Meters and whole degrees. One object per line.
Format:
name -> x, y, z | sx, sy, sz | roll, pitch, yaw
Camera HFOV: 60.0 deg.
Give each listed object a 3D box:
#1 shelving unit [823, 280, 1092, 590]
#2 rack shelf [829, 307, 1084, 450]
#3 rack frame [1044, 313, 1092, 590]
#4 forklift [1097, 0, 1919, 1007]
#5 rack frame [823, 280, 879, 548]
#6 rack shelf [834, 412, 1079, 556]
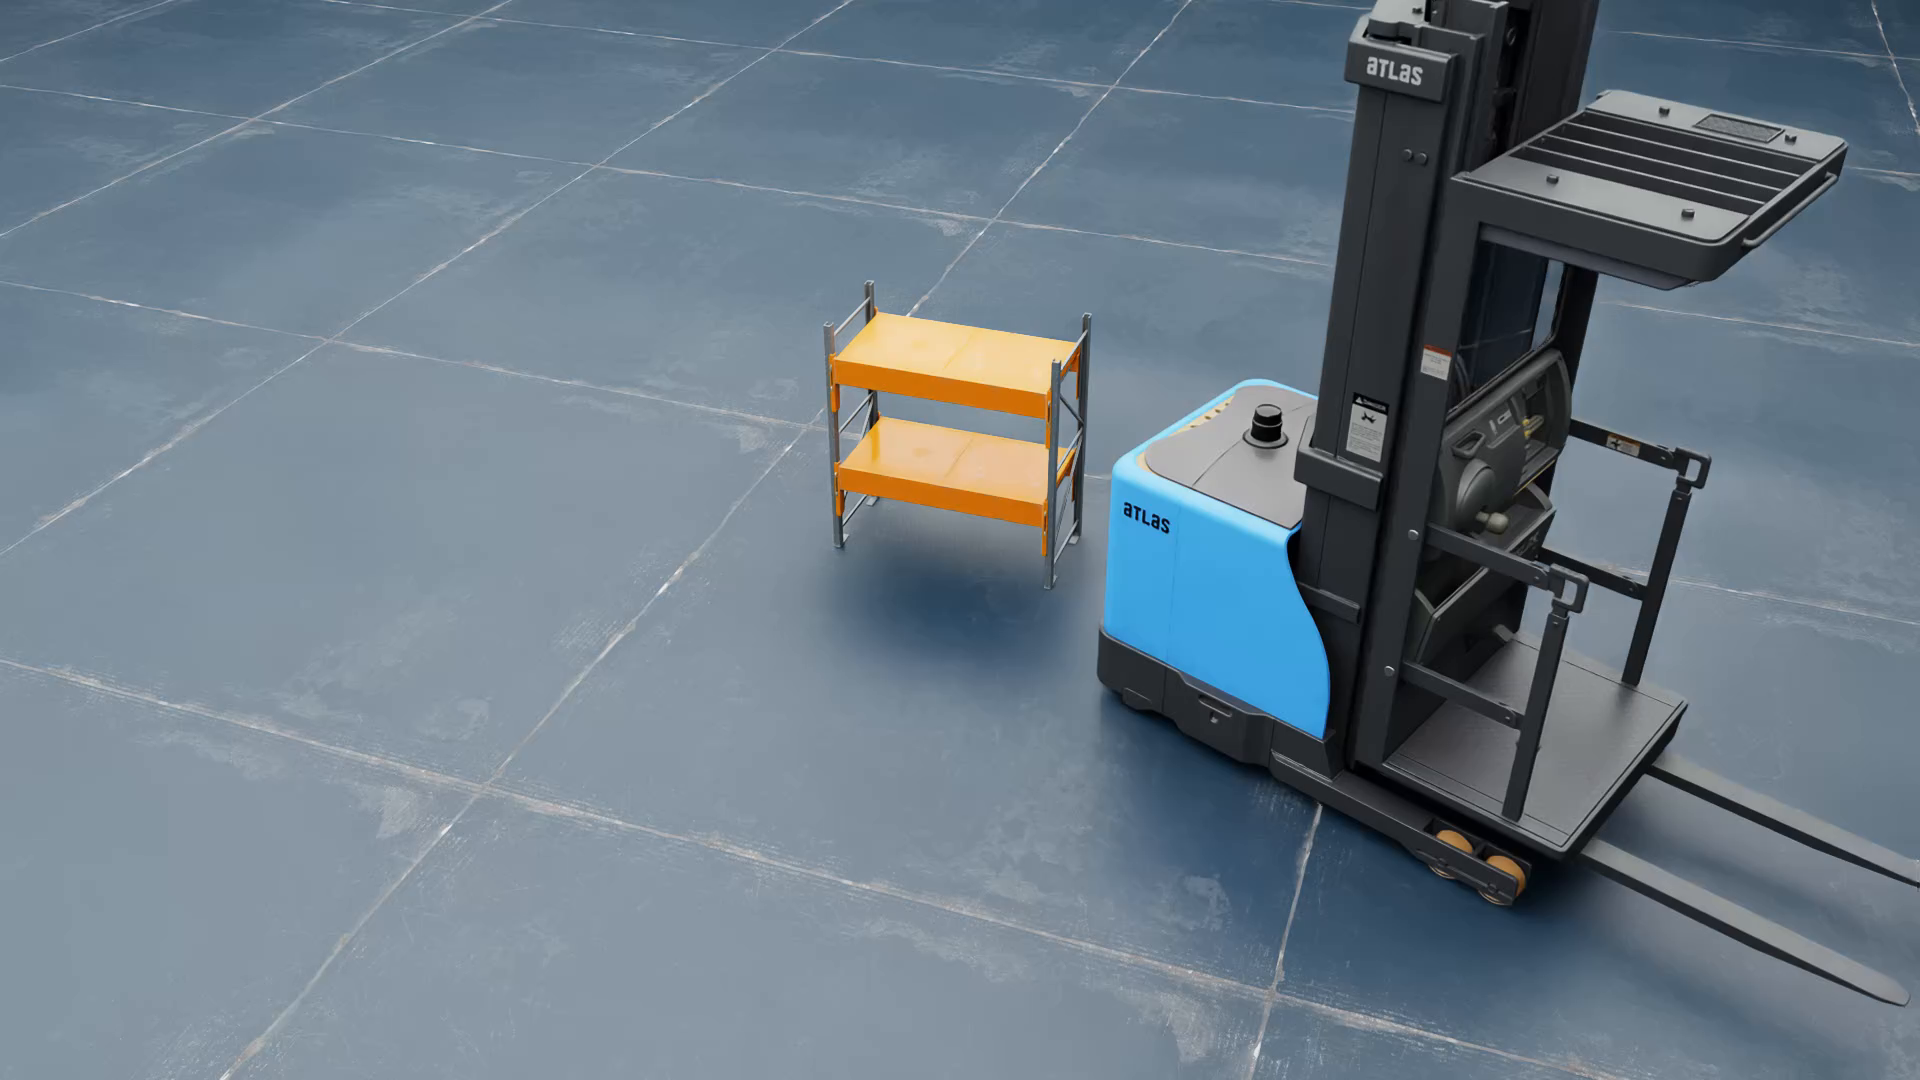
shelving unit -> -0.006, -0.474, 7.447 | 1.048, 1.125, 0.538 | 11, 34, 16
rack shelf -> -0.006, -0.720, 7.288 | 1.000, 0.278, 0.538 | 11, 34, 16
rack frame -> 0.472, -0.381, 7.303 | 0.032, 1.125, 0.500 | 11, 34, 16
forklift -> 1.996, -0.288, 5.494 | 3.031, 2.935, 1.130 | 26, 41, 34
rack frame -> -0.485, -0.567, 7.591 | 0.032, 1.125, 0.500 | 11, 34, 16
rack shelf -> -0.006, -0.268, 7.579 | 1.000, 0.278, 0.538 | 11, 34, 16
